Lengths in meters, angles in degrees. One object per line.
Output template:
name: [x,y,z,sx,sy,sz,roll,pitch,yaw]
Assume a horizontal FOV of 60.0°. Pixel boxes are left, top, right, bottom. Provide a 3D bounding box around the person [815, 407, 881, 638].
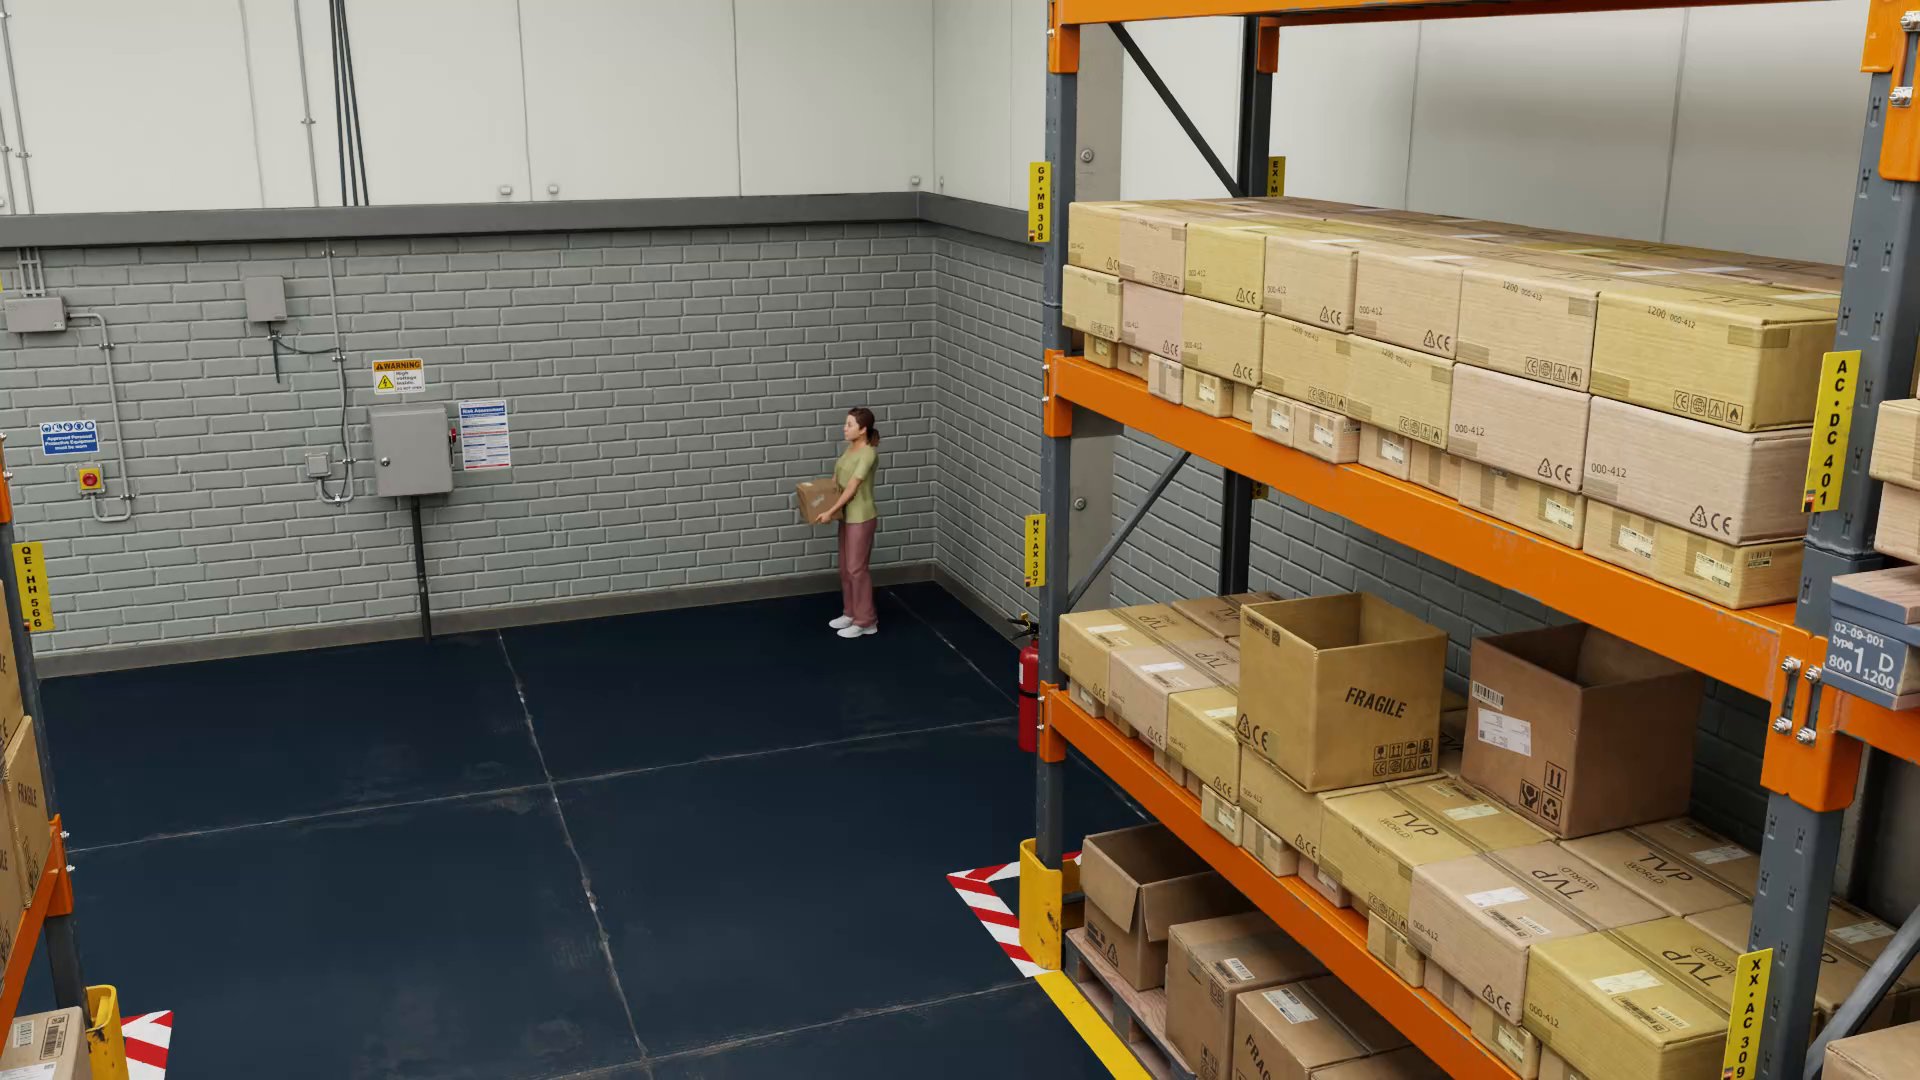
person: [-0.820,-0.118,12.009,0.538,1.648,0.420,-6,17,-20]
